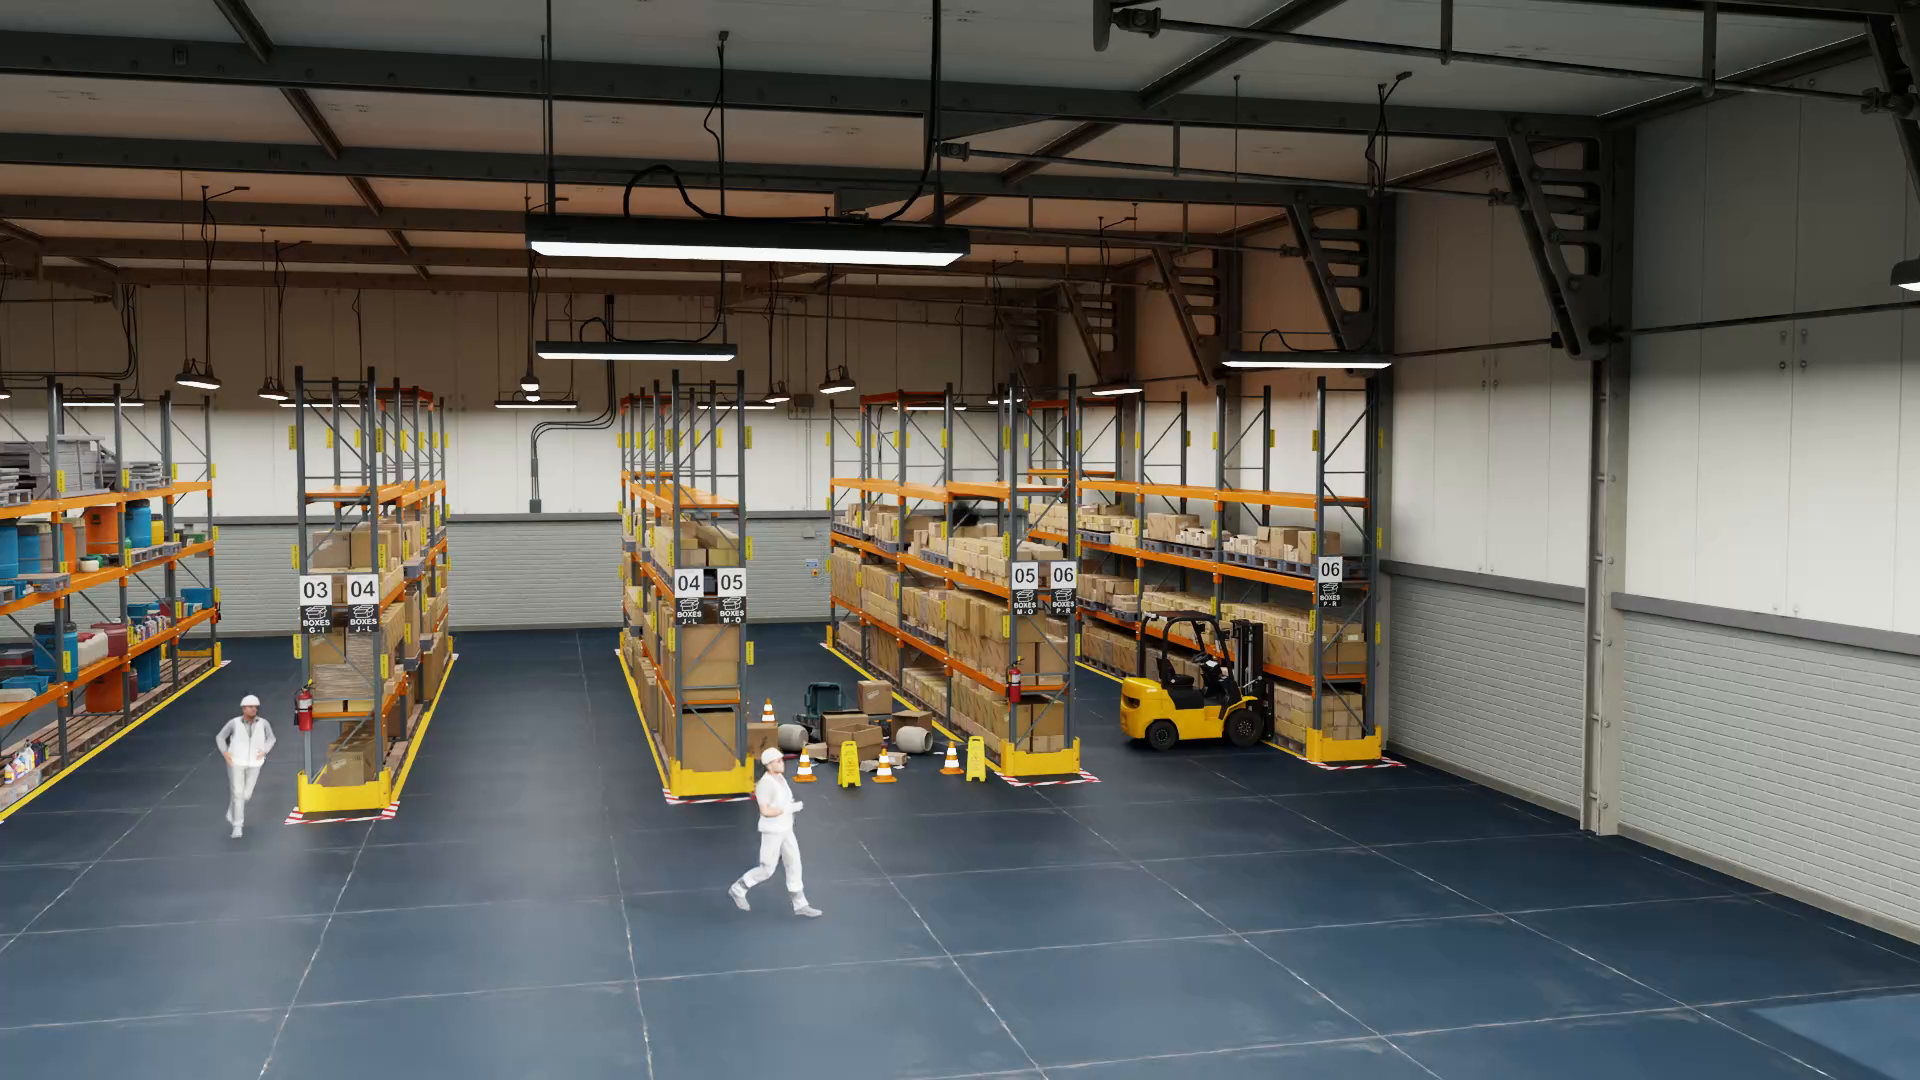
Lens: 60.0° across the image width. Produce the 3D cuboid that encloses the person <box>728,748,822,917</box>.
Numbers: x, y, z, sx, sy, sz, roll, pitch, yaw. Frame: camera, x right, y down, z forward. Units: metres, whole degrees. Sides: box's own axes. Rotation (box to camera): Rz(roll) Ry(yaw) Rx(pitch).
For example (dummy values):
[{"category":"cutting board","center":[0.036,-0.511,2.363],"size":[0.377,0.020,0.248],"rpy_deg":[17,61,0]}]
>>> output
[{"category":"person","center":[-1.932,3.050,17.380],"size":[0.998,1.765,0.668],"rpy_deg":[1,4,19]}]

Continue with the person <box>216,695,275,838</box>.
[{"category":"person","center":[-9.172,2.865,21.398],"size":[0.702,1.749,0.850],"rpy_deg":[-2,4,-36]}]
